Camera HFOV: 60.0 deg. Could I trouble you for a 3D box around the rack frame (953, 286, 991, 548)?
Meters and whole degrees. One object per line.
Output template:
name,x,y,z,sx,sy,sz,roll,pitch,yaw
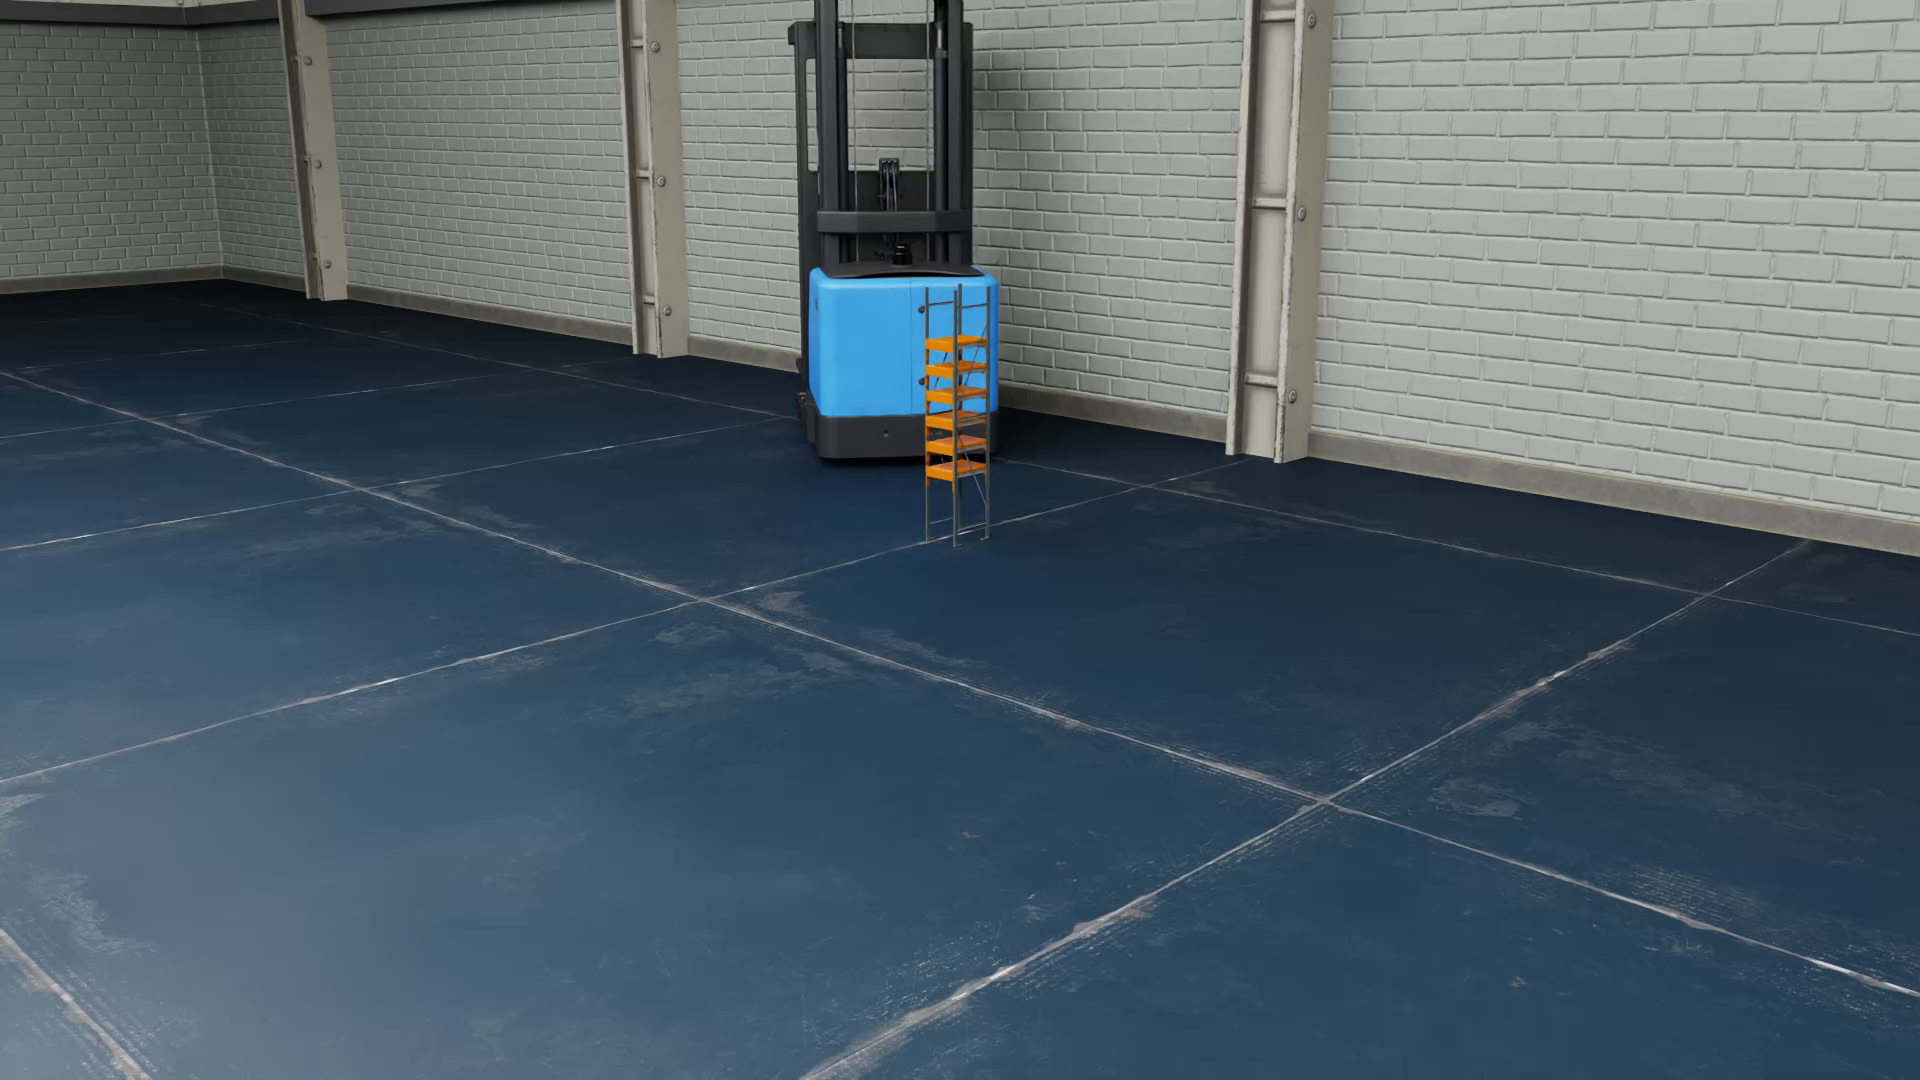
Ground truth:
rack frame,0.055,-0.567,7.729,0.006,1.200,0.240,14,20,42

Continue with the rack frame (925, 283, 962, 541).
rack frame,-0.076,-0.599,7.852,0.006,1.200,0.240,14,20,42

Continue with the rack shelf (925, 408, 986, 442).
rack shelf,-0.010,-0.540,7.802,0.180,0.103,0.258,14,20,42

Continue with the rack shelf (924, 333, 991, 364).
rack shelf,-0.010,-0.889,7.711,0.180,0.103,0.258,14,20,42

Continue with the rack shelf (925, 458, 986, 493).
rack shelf,-0.010,-0.308,7.862,0.180,0.103,0.258,14,20,42

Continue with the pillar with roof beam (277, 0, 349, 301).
pillar with roof beam,-9.800,-6.180,13.803,0.400,9.000,9.100,14,20,42

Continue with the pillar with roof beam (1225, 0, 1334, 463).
pillar with roof beam,-1.162,-4.080,5.743,0.400,9.000,9.100,14,20,42

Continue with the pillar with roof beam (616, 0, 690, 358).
pillar with roof beam,-5.481,-5.130,9.773,0.400,9.000,9.100,14,20,42

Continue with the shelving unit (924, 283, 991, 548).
shelving unit,-0.010,-0.583,7.791,0.189,1.200,0.258,14,20,42

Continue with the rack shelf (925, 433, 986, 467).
rack shelf,-0.010,-0.424,7.832,0.180,0.103,0.258,14,20,42

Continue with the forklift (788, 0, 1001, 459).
forklift,-0.501,-2.202,10.569,1.130,2.935,3.031,-2,15,-9

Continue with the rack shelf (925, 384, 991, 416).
rack shelf,-0.010,-0.656,7.771,0.180,0.103,0.258,14,20,42

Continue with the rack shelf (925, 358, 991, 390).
rack shelf,-0.010,-0.772,7.741,0.180,0.103,0.258,14,20,42
